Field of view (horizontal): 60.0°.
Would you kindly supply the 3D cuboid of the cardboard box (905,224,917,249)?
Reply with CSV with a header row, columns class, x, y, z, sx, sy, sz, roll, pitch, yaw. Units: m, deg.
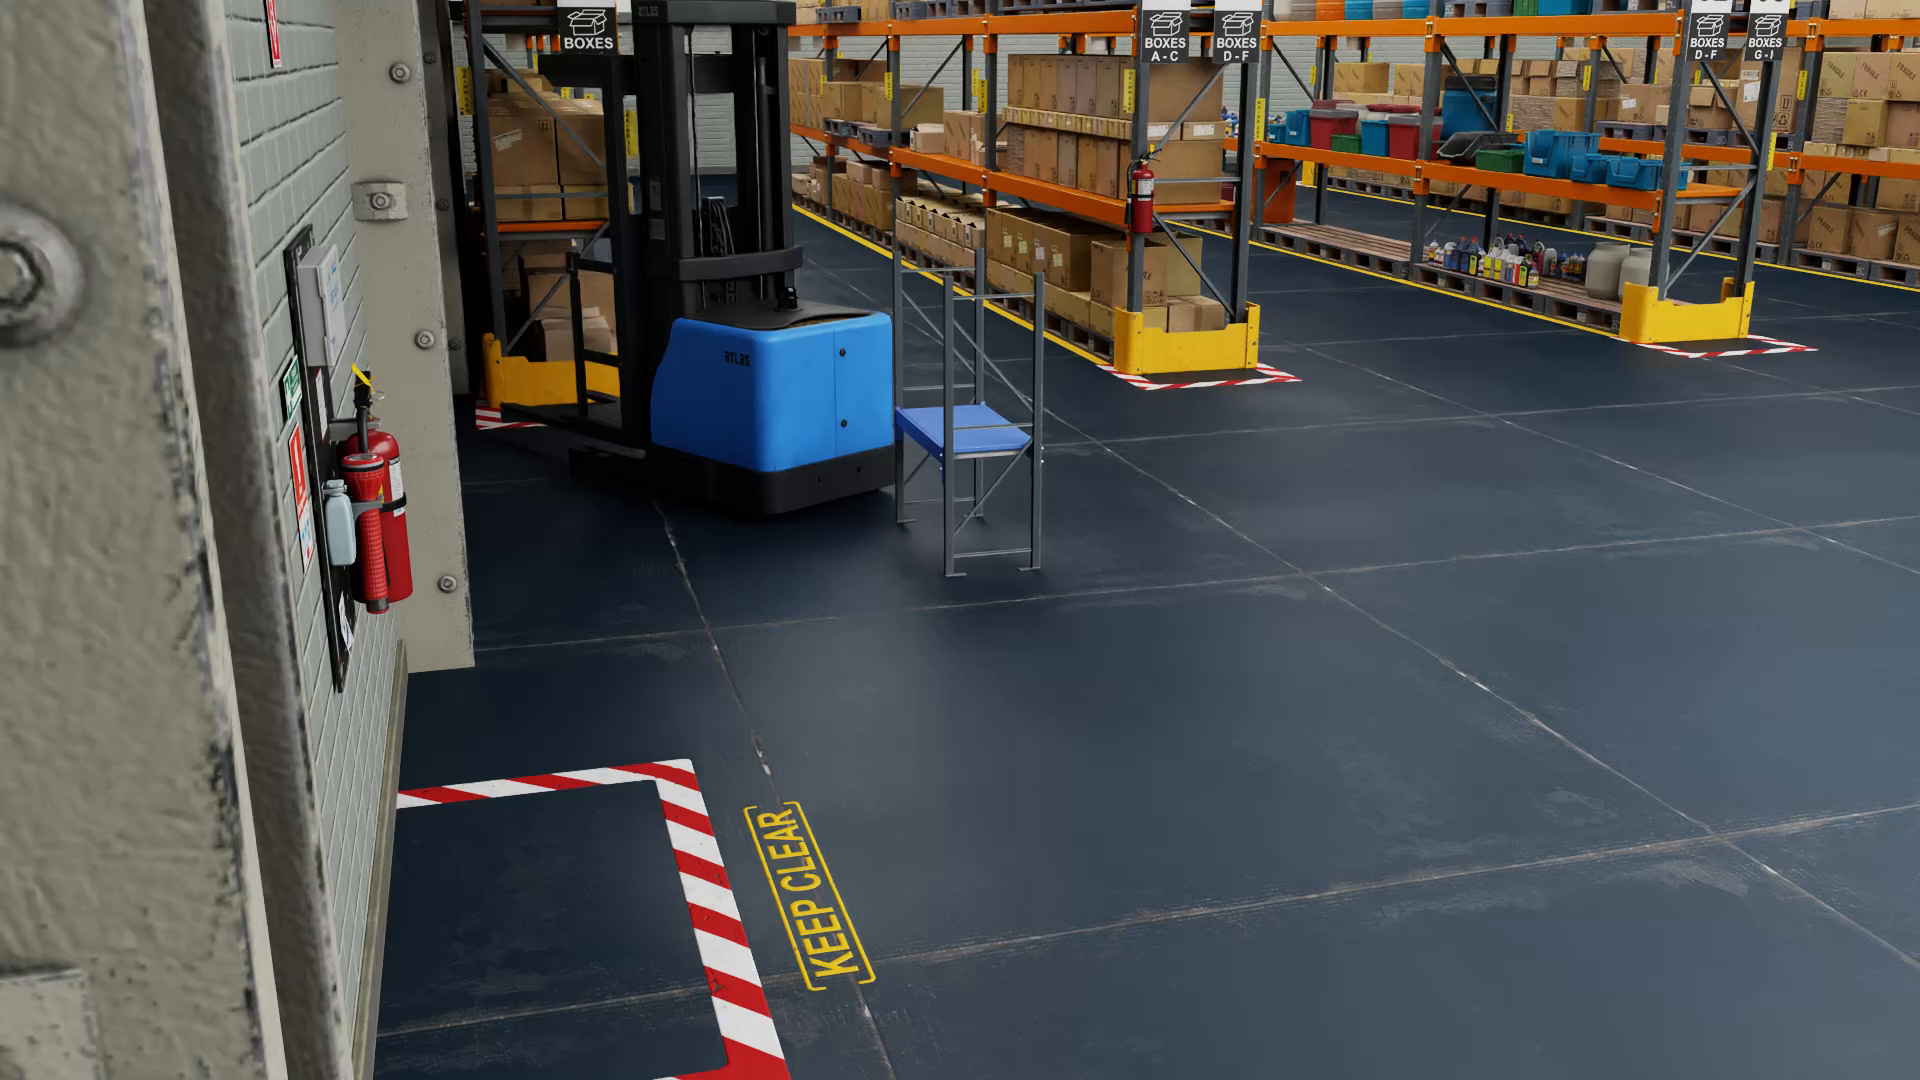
class,x,y,z,sx,sy,sz,roll,pitch,yaw
cardboard box,-0.350,-3.653,19.948,0.500,0.250,0.500,-5,17,-17

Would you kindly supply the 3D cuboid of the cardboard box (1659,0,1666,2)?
class,x,y,z,sx,sy,sz,roll,pitch,yaw
cardboard box,9.338,-7.152,21.292,0.500,0.500,0.500,-5,17,-17

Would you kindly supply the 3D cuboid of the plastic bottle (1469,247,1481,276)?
class,x,y,z,sx,sy,sz,roll,pitch,yaw
plastic bottle,5.392,-2.912,17.390,0.061,0.283,0.133,-4,17,-13

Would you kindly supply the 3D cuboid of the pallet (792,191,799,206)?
class,x,y,z,sx,sy,sz,roll,pitch,yaw
pallet,-2.308,-5.711,27.599,1.003,0.211,1.213,-5,17,-15

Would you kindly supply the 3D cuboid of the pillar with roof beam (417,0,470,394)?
class,x,y,z,sx,sy,sz,roll,pitch,yaw
pillar with roof beam,0.201,-5.809,12.648,9.100,9.000,0.400,-5,17,-15

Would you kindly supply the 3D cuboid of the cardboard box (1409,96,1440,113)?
class,x,y,z,sx,sy,sz,roll,pitch,yaw
cardboard box,7.702,-7.136,27.239,0.500,0.250,0.500,-5,17,-16

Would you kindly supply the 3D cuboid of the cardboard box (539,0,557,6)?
class,x,y,z,sx,sy,sz,roll,pitch,yaw
cardboard box,-2.766,-4.076,11.886,0.500,0.500,0.500,-4,17,-14

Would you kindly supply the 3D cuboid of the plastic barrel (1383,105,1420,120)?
class,x,y,z,sx,sy,sz,roll,pitch,yaw
plastic barrel,5.259,-4.910,19.847,0.433,0.535,0.433,0,17,0

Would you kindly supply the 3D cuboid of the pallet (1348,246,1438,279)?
class,x,y,z,sx,sy,sz,roll,pitch,yaw
pallet,5.259,-3.238,19.366,1.003,0.211,1.213,-5,17,-15

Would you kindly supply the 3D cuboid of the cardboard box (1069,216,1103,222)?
class,x,y,z,sx,sy,sz,roll,pitch,yaw
cardboard box,1.353,-2.824,15.887,0.500,0.500,0.500,-5,17,-15

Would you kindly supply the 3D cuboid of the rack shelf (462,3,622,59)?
class,x,y,z,sx,sy,sz,roll,pitch,yaw
rack shelf,-3.464,-4.115,13.475,1.077,0.370,4.000,-5,17,-15

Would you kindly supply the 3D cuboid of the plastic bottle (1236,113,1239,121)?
class,x,y,z,sx,sy,sz,roll,pitch,yaw
plastic bottle,4.073,-6.088,24.221,0.152,0.276,0.135,-5,17,-15

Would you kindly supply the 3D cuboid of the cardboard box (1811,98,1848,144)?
class,x,y,z,sx,sy,sz,roll,pitch,yaw
cardboard box,10.339,-4.812,19.068,0.875,0.500,0.500,-5,17,-15

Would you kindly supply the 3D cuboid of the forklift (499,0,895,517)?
class,x,y,z,sx,sy,sz,roll,pitch,yaw
forklift,-1.785,-1.871,10.087,3.031,2.935,1.130,15,23,41

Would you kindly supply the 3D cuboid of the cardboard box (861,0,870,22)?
class,x,y,z,sx,sy,sz,roll,pitch,yaw
cardboard box,-0.786,-6.963,21.531,0.910,0.500,0.500,-5,17,-15

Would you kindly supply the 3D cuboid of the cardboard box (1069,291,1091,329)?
class,x,y,z,sx,sy,sz,roll,pitch,yaw
cardboard box,1.267,-2.009,14.477,0.500,0.250,0.500,-5,17,-15

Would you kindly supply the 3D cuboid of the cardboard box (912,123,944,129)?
class,x,y,z,sx,sy,sz,roll,pitch,yaw
cardboard box,-0.293,-4.929,20.302,0.500,0.311,0.500,-4,17,-12

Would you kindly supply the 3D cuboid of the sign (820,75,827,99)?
class,x,y,z,sx,sy,sz,roll,pitch,yaw
sign,-1.970,-6.552,24.044,0.100,0.325,0.005,-5,17,-15

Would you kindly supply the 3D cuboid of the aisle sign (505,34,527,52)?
class,x,y,z,sx,sy,sz,roll,pitch,yaw
aisle sign,-7.042,-8.185,26.466,0.394,0.787,0.004,-5,17,-15

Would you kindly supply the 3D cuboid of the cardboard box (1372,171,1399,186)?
class,x,y,z,sx,sy,sz,roll,pitch,yaw
cardboard box,7.724,-6.586,28.625,0.875,0.875,0.875,-5,17,-15

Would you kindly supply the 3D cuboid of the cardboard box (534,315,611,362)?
class,x,y,z,sx,sy,sz,roll,pitch,yaw
cardboard box,-3.018,-1.592,12.946,0.500,0.311,0.500,-7,18,-22

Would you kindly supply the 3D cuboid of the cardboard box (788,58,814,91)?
class,x,y,z,sx,sy,sz,roll,pitch,yaw
cardboard box,-2.530,-7.528,26.886,0.500,0.500,0.500,-5,17,-15

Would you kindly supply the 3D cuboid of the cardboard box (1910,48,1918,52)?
class,x,y,z,sx,sy,sz,roll,pitch,yaw
cardboard box,17.246,-8.727,29.751,0.380,0.149,0.250,-4,17,-14

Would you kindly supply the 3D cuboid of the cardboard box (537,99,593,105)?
class,x,y,z,sx,sy,sz,roll,pitch,yaw
cardboard box,-3.586,-3.767,15.202,0.500,0.500,0.500,-5,17,-15

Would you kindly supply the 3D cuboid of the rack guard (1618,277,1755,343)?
class,x,y,z,sx,sy,sz,roll,pitch,yaw
rack guard,6.545,-2.074,14.986,1.175,0.500,0.348,-5,17,-15

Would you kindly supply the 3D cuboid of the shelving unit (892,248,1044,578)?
class,x,y,z,sx,sy,sz,roll,pitch,yaw
shelving unit,0.023,-0.695,8.658,0.538,1.500,1.048,-5,17,-15

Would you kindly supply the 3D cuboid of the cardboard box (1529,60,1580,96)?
class,x,y,z,sx,sy,sz,roll,pitch,yaw
cardboard box,8.813,-6.770,24.359,0.797,0.503,0.637,-4,17,-14

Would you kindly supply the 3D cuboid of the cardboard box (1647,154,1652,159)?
class,x,y,z,sx,sy,sz,roll,pitch,yaw
cardboard box,12.345,-6.741,29.370,0.380,0.149,0.250,-4,17,-13

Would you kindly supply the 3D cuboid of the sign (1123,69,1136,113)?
class,x,y,z,sx,sy,sz,roll,pitch,yaw
sign,1.322,-3.492,12.938,0.100,0.325,0.005,-5,17,-15

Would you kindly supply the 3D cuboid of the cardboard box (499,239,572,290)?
class,x,y,z,sx,sy,sz,roll,pitch,yaw
cardboard box,-4.232,-2.792,16.614,0.700,0.500,0.500,-4,17,-13

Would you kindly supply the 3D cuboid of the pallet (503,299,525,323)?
class,x,y,z,sx,sy,sz,roll,pitch,yaw
pallet,-3.795,-2.058,15.437,1.003,0.211,1.213,-5,17,-15

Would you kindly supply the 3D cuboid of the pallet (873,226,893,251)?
class,x,y,z,sx,sy,sz,roll,pitch,yaw
pallet,-0.519,-3.950,21.734,1.003,0.211,1.213,-5,17,-15

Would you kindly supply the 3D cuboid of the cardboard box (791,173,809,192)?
class,x,y,z,sx,sy,sz,roll,pitch,yaw
cardboard box,-2.535,-5.871,27.299,0.500,0.250,0.500,-5,17,-15

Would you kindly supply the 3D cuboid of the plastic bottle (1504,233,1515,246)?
class,x,y,z,sx,sy,sz,roll,pitch,yaw
plastic bottle,5.966,-3.147,18.053,0.144,0.351,0.185,-5,17,-17

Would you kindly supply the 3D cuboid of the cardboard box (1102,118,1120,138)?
class,x,y,z,sx,sy,sz,roll,pitch,yaw
cardboard box,1.416,-3.455,13.939,0.380,0.149,0.250,-5,17,-16

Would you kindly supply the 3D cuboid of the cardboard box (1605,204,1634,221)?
class,x,y,z,sx,sy,sz,roll,pitch,yaw
cardboard box,9.379,-4.688,22.924,0.700,0.500,0.500,-6,18,-18

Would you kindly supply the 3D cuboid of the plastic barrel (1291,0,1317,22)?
class,x,y,z,sx,sy,sz,roll,pitch,yaw
plastic barrel,4.430,-6.899,20.619,0.600,0.901,0.600,0,17,0

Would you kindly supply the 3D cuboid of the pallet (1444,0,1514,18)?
class,x,y,z,sx,sy,sz,roll,pitch,yaw
pallet,5.804,-5.514,17.209,1.213,0.211,1.003,-5,17,-15

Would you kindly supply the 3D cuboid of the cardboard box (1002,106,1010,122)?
class,x,y,z,sx,sy,sz,roll,pitch,yaw
cardboard box,0.636,-4.238,16.546,0.380,0.149,0.250,-5,17,-15

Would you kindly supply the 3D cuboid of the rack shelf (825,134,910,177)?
class,x,y,z,sx,sy,sz,roll,pitch,yaw
rack shelf,-0.900,-5.284,22.580,1.077,0.370,4.000,-5,17,-15

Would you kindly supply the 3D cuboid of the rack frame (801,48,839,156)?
class,x,y,z,sx,sy,sz,roll,pitch,yaw
rack frame,-2.549,-7.289,28.002,1.000,3.000,0.127,-5,17,-15

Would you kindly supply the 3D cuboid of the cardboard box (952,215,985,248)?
class,x,y,z,sx,sy,sz,roll,pitch,yaw
cardboard box,0.213,-3.355,17.981,0.500,0.311,0.500,-4,17,-14

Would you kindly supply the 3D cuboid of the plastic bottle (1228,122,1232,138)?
class,x,y,z,sx,sy,sz,roll,pitch,yaw
plastic bottle,3.734,-5.627,22.817,0.097,0.201,0.097,0,17,0

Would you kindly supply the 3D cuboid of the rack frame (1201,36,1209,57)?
class,x,y,z,sx,sy,sz,roll,pitch,yaw
rack frame,3.314,-6.573,25.619,1.000,3.000,0.127,-5,17,-15

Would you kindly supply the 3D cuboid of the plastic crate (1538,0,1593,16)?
class,x,y,z,sx,sy,sz,roll,pitch,yaw
plastic crate,5.798,-5.186,15.816,0.392,0.384,0.575,-5,17,-15

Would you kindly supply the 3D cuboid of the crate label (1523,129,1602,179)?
class,x,y,z,sx,sy,sz,roll,pitch,yaw
crate label,5.846,-3.758,16.187,0.502,0.435,0.616,-5,17,-15

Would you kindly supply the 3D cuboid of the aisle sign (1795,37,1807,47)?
class,x,y,z,sx,sy,sz,roll,pitch,yaw
aisle sign,16.783,-10.144,32.988,0.394,0.787,0.004,-5,17,-15

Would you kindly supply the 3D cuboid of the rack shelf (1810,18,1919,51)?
class,x,y,z,sx,sy,sz,roll,pitch,yaw
rack shelf,10.824,-5.290,17.386,1.077,0.370,4.000,-5,17,-15

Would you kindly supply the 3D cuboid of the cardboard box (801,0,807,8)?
class,x,y,z,sx,sy,sz,roll,pitch,yaw
cardboard box,-2.114,-8.176,25.135,0.500,0.250,0.500,-5,17,-15

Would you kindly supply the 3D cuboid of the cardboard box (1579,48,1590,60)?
class,x,y,z,sx,sy,sz,roll,pitch,yaw
cardboard box,11.786,-8.820,30.671,0.500,0.500,0.500,-4,17,-14

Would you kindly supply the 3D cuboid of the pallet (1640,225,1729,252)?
class,x,y,z,sx,sy,sz,roll,pitch,yaw
pallet,9.720,-3.969,21.799,1.003,0.211,1.213,-5,17,-15

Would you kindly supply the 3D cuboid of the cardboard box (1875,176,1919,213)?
class,x,y,z,sx,sy,sz,roll,pitch,yaw
cardboard box,14.053,-5.170,24.130,1.050,0.750,0.750,-5,17,-16

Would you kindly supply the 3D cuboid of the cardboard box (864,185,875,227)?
class,x,y,z,sx,sy,sz,roll,pitch,yaw
cardboard box,-0.975,-4.473,22.208,0.500,0.500,0.500,-5,18,-17
